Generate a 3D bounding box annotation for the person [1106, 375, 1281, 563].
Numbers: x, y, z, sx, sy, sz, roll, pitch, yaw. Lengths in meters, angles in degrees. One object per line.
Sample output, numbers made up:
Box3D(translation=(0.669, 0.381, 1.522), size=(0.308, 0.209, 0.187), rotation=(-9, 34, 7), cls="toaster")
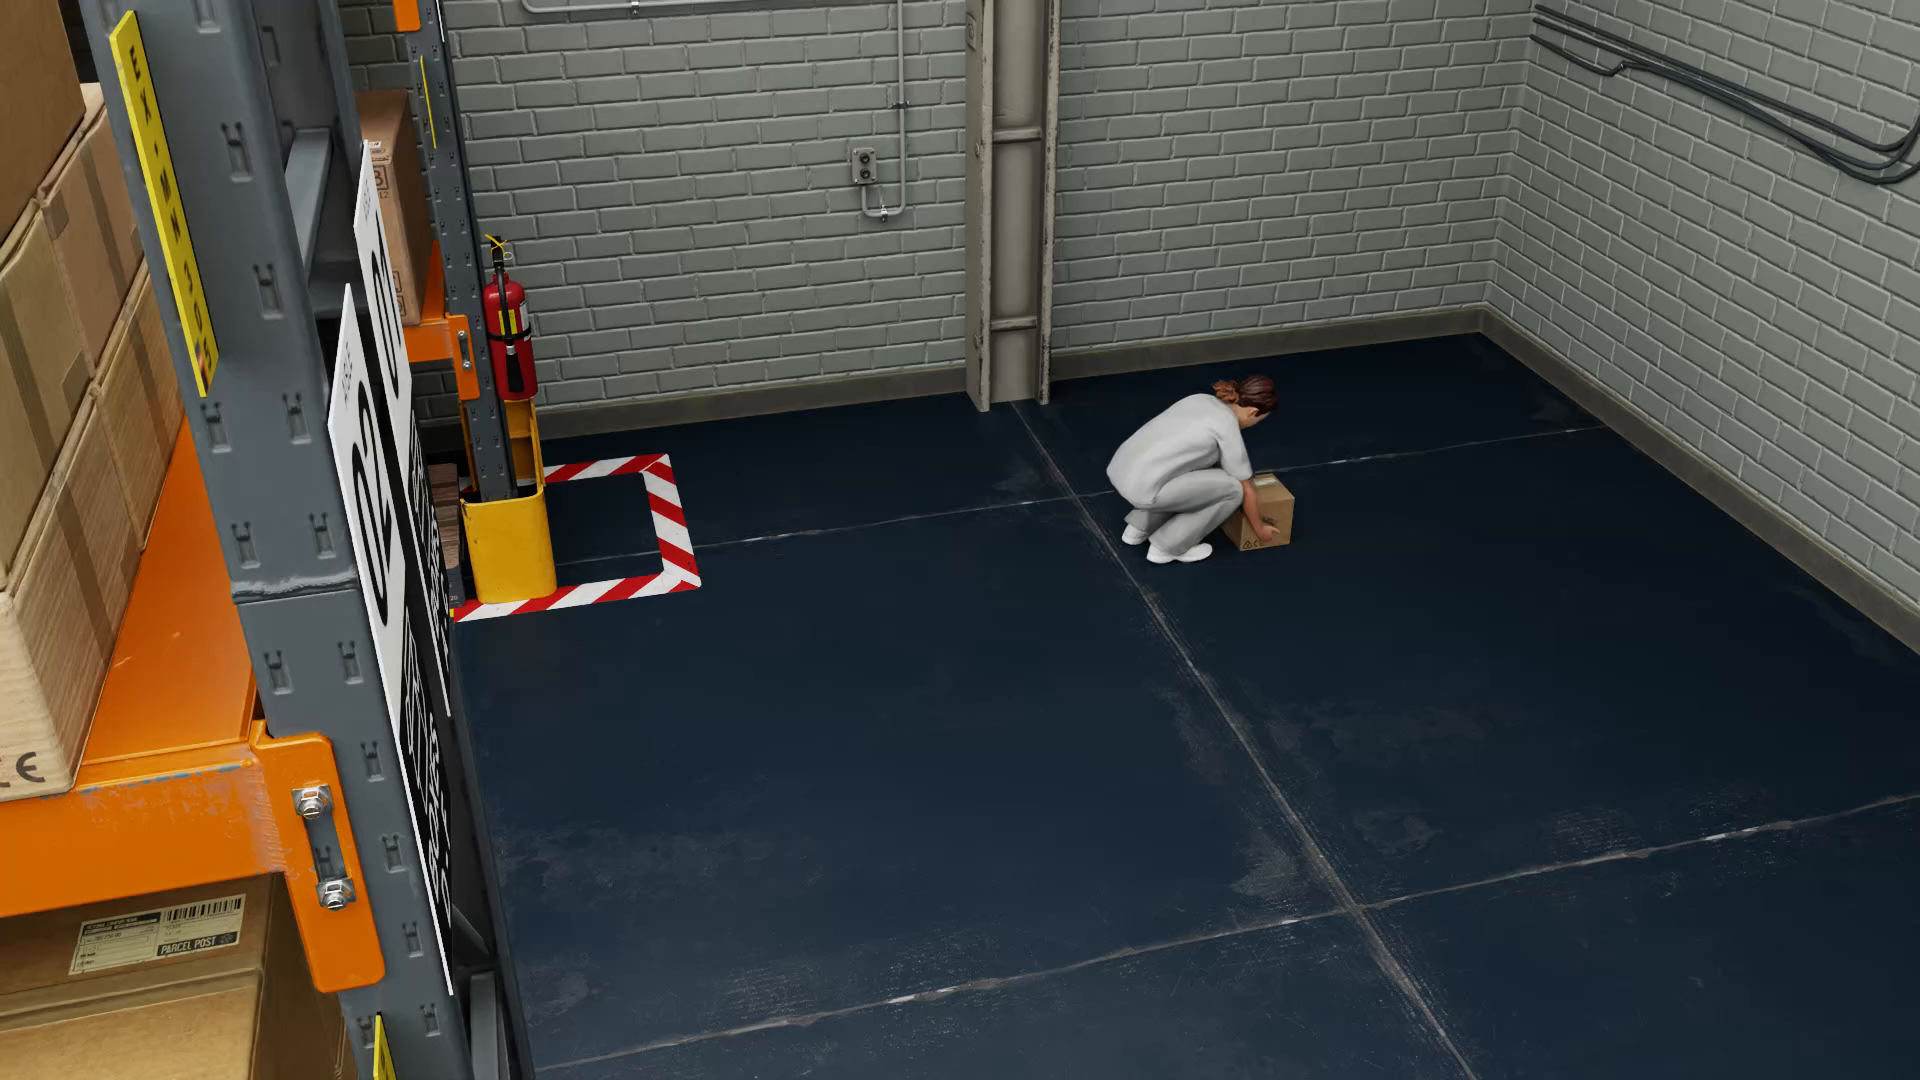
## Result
Box3D(translation=(1.063, -0.291, 7.579), size=(0.804, 0.726, 0.468), rotation=(-8, 31, -13), cls="person")
